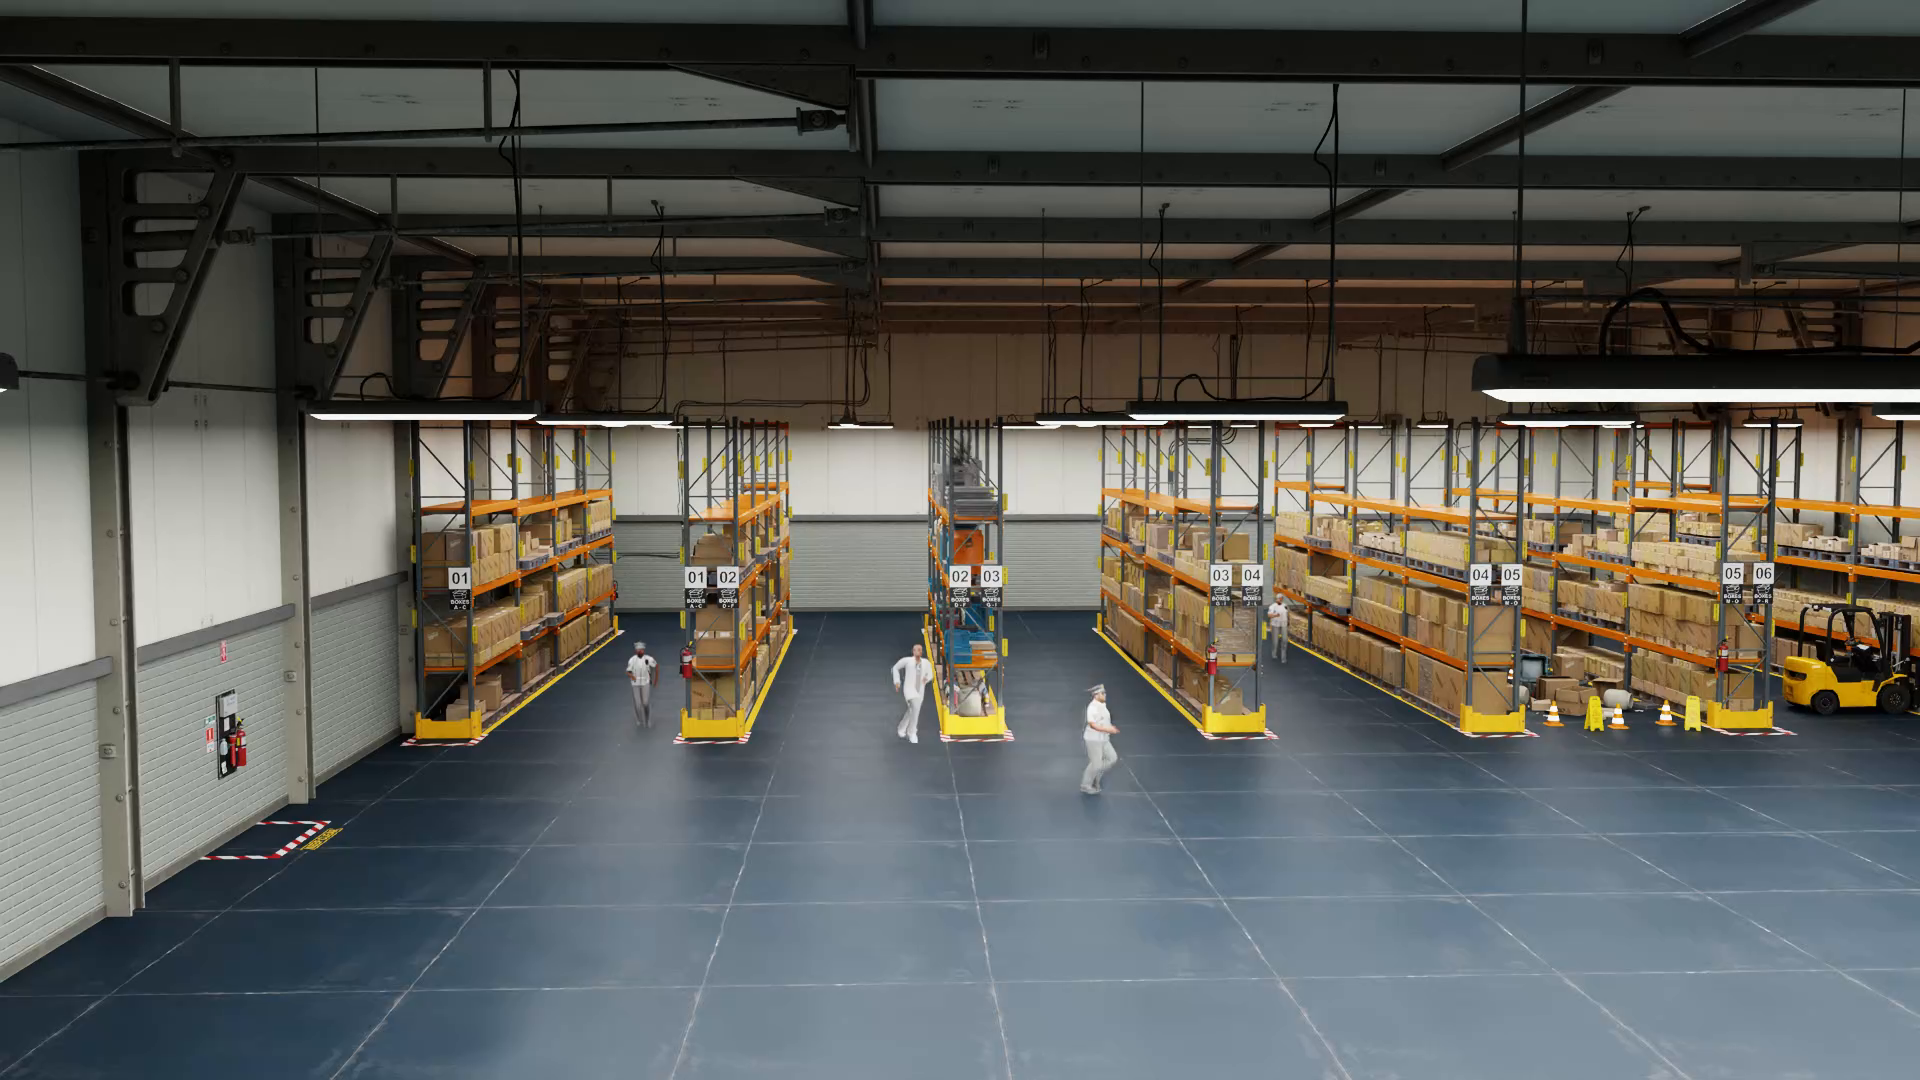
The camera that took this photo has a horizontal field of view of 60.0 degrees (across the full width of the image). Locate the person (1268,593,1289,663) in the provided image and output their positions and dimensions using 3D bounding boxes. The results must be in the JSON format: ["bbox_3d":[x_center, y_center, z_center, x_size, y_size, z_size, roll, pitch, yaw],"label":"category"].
[{"bbox_3d":[7.950,2.188,41.432,0.590,1.721,0.726,0,4,-1],"label":"person"}]

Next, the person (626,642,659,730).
[{"bbox_3d":[-6.104,2.812,31.938,0.603,1.714,0.678,0,4,-6],"label":"person"}]

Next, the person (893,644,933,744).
[{"bbox_3d":[-0.821,2.922,30.844,0.690,1.579,0.822,-2,4,-31],"label":"person"}]

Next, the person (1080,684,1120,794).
[{"bbox_3d":[2.226,3.139,26.195,0.650,1.776,0.684,2,4,24],"label":"person"}]

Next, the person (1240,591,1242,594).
[{"bbox_3d":[8.411,1.785,48.334,0.659,1.639,0.579,-3,5,-39],"label":"person"}]
